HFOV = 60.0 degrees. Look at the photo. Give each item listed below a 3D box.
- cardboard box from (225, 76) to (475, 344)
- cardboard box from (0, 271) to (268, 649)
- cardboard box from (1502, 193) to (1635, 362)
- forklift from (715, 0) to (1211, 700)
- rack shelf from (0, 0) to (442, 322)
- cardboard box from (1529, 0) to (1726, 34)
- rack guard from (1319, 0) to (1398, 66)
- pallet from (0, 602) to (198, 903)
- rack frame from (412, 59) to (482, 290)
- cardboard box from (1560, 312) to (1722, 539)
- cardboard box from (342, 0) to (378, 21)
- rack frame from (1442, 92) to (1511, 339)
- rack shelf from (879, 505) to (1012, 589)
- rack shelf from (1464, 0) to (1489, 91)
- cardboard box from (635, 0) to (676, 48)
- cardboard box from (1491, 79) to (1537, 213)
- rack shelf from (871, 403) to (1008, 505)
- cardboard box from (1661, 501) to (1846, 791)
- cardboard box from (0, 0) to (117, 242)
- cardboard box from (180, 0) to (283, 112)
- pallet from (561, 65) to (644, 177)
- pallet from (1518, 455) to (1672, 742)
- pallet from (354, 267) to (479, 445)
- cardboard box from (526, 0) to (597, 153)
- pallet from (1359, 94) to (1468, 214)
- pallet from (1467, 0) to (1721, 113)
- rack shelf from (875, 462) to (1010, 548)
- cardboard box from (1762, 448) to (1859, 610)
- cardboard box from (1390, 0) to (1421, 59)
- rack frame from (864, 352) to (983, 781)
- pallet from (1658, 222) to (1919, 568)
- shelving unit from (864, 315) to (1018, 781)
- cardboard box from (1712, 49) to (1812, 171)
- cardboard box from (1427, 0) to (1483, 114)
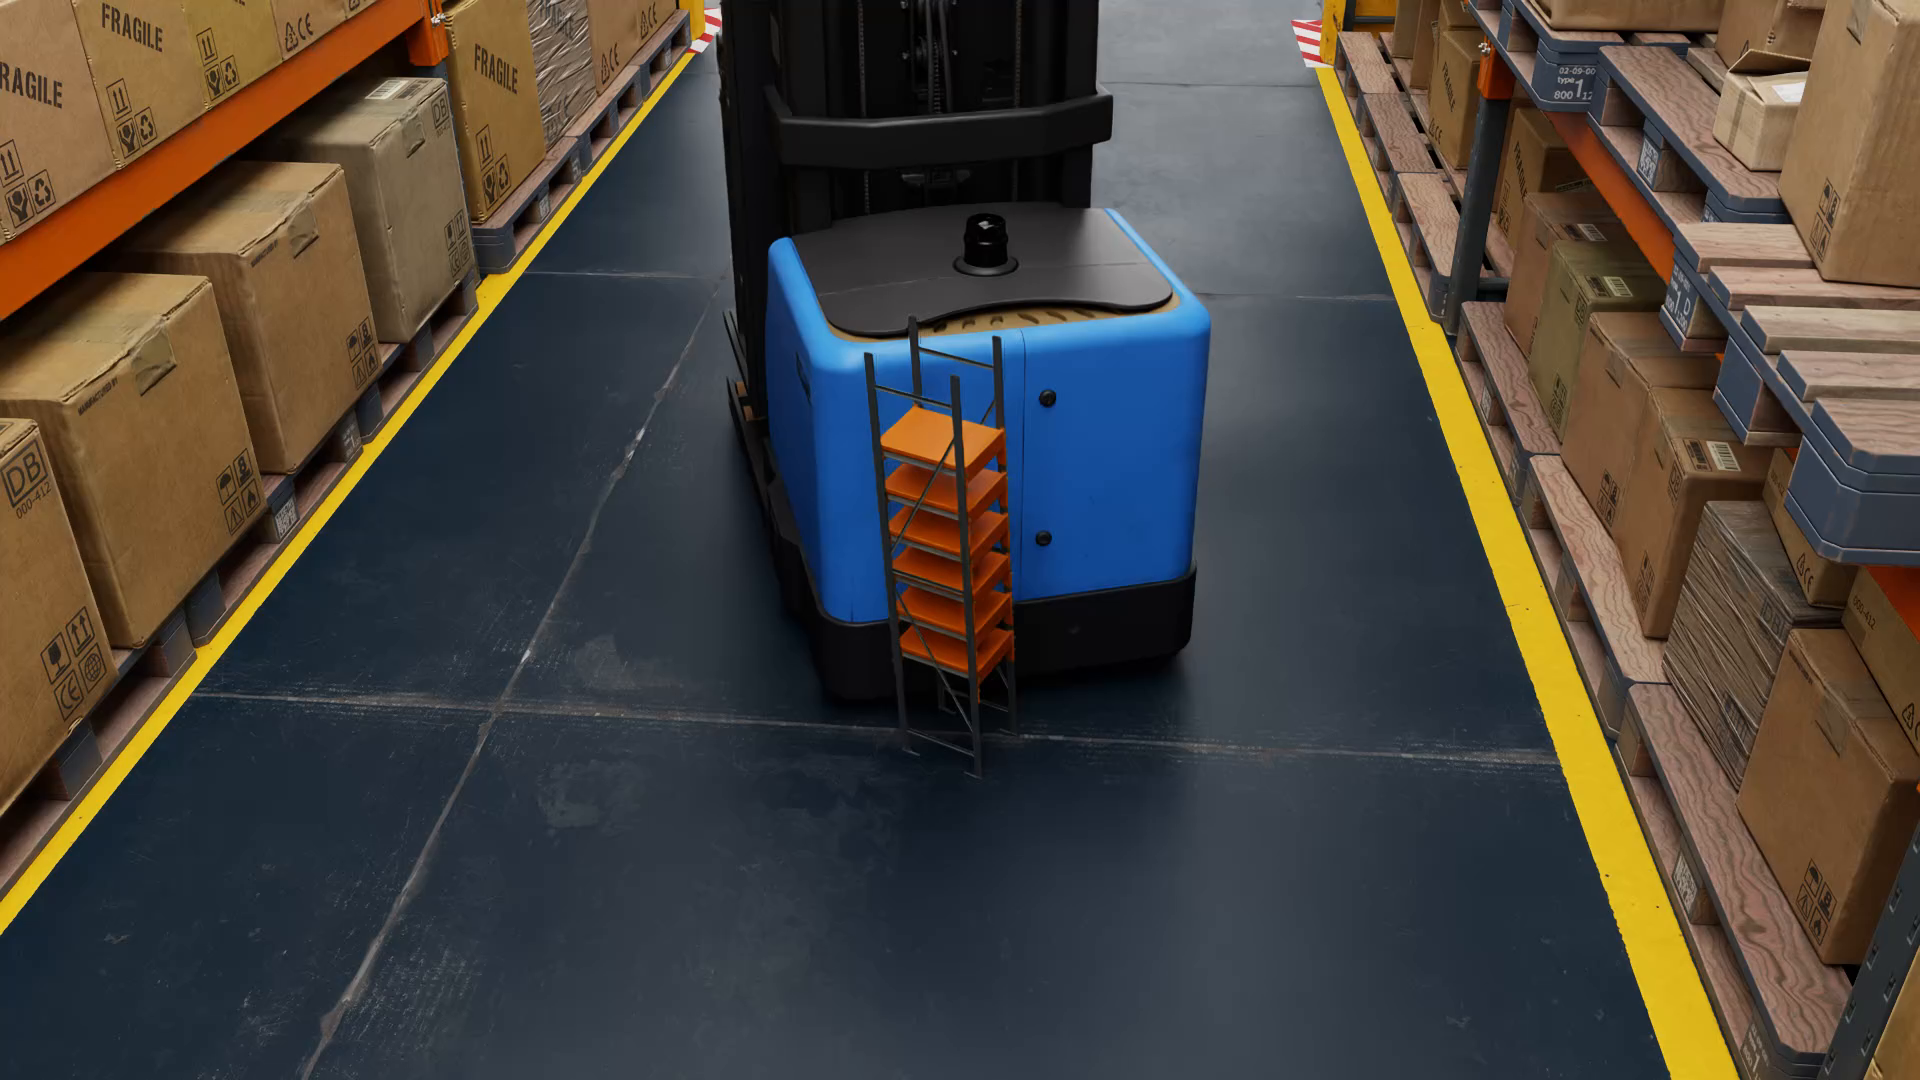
[{"bbox_3d":[-2.479,-1.239,6.146,1.050,0.750,0.750,2,32,4],"label":"cardboard box"},{"bbox_3d":[-2.636,-0.248,4.537,1.050,0.750,0.750,3,32,5],"label":"cardboard box"},{"bbox_3d":[2.346,-0.885,5.790,0.700,0.500,0.500,0,32,0],"label":"cardboard box"},{"bbox_3d":[-0.201,-1.586,5.030,1.130,2.935,3.031,-7,32,-12],"label":"forklift"},{"bbox_3d":[-2.681,-0.994,4.690,1.077,0.370,4.000,2,32,4],"label":"rack shelf"},{"bbox_3d":[2.213,-2.106,4.837,1.000,1.000,1.000,3,32,4],"label":"cardboard box"},{"bbox_3d":[2.737,-3.069,9.754,1.175,0.500,0.348,2,32,4],"label":"rack guard"},{"bbox_3d":[-2.704,0.523,4.200,1.003,0.211,1.213,2,32,4],"label":"pallet"},{"bbox_3d":[-2.518,-2.346,6.198,1.000,3.000,0.127,2,32,4],"label":"rack frame"},{"bbox_3d":[2.243,-0.344,4.912,0.700,0.500,0.500,0,32,0],"label":"cardboard box"},{"bbox_3d":[-2.294,-2.105,5.711,0.500,0.500,0.500,2,32,4],"label":"cardboard box"},{"bbox_3d":[2.417,-2.082,5.769,1.000,3.000,0.127,2,32,4],"label":"rack frame"},{"bbox_3d":[-0.033,-0.008,3.963,0.258,0.103,0.180,17,41,26],"label":"rack shelf"},{"bbox_3d":[2.580,-2.821,7.655,1.077,0.370,4.000,2,32,4],"label":"rack shelf"},{"bbox_3d":[-2.181,-3.355,9.460,0.875,0.875,0.875,3,32,4],"label":"cardboard box"},{"bbox_3d":[2.529,-1.704,7.138,0.500,0.500,0.500,13,34,19],"label":"cardboard box"},{"bbox_3d":[-0.045,-0.200,3.820,0.258,0.103,0.180,17,41,26],"label":"rack shelf"},{"bbox_3d":[2.159,0.245,3.957,0.700,0.500,0.500,0,32,0],"label":"cardboard box"},{"bbox_3d":[-2.458,-1.050,4.000,0.500,0.500,0.500,2,32,4],"label":"cardboard box"},{"bbox_3d":[-2.376,-1.576,4.853,0.500,0.500,0.500,3,32,5],"label":"cardboard box"},{"bbox_3d":[-2.281,-2.193,8.608,1.003,0.211,1.213,2,32,4],"label":"pallet"},{"bbox_3d":[2.259,0.152,4.802,1.003,0.211,1.213,2,32,4],"label":"pallet"},{"bbox_3d":[-2.506,-0.753,6.270,1.003,0.211,1.213,2,32,4],"label":"pallet"},{"bbox_3d":[-2.327,-2.418,7.940,0.875,0.875,0.875,3,32,4],"label":"cardboard box"},{"bbox_3d":[2.534,-1.887,8.111,1.003,0.211,1.213,2,32,4],"label":"pallet"},{"bbox_3d":[2.210,-1.607,5.181,1.003,0.211,1.213,2,32,4],"label":"pallet"},{"bbox_3d":[-0.039,-0.104,3.891,0.258,0.103,0.180,17,41,26],"label":"rack shelf"},{"bbox_3d":[2.150,-0.062,3.740,0.500,0.250,0.500,6,32,10],"label":"cardboard box"},{"bbox_3d":[2.676,-2.962,9.180,0.500,0.500,0.500,8,33,13],"label":"cardboard box"},{"bbox_3d":[-0.076,0.102,3.946,0.240,1.200,0.006,17,41,26],"label":"rack frame"},{"bbox_3d":[2.044,-0.286,3.037,1.213,0.211,1.003,2,32,4],"label":"pallet"},{"bbox_3d":[-0.029,0.053,4.007,0.258,1.200,0.189,17,41,26],"label":"shelving unit"},{"bbox_3d":[1.958,-0.995,3.734,0.396,0.266,0.258,2,32,3],"label":"cardboard box"},{"bbox_3d":[2.591,-2.322,8.140,0.500,0.500,0.500,5,32,9],"label":"cardboard box"}]
